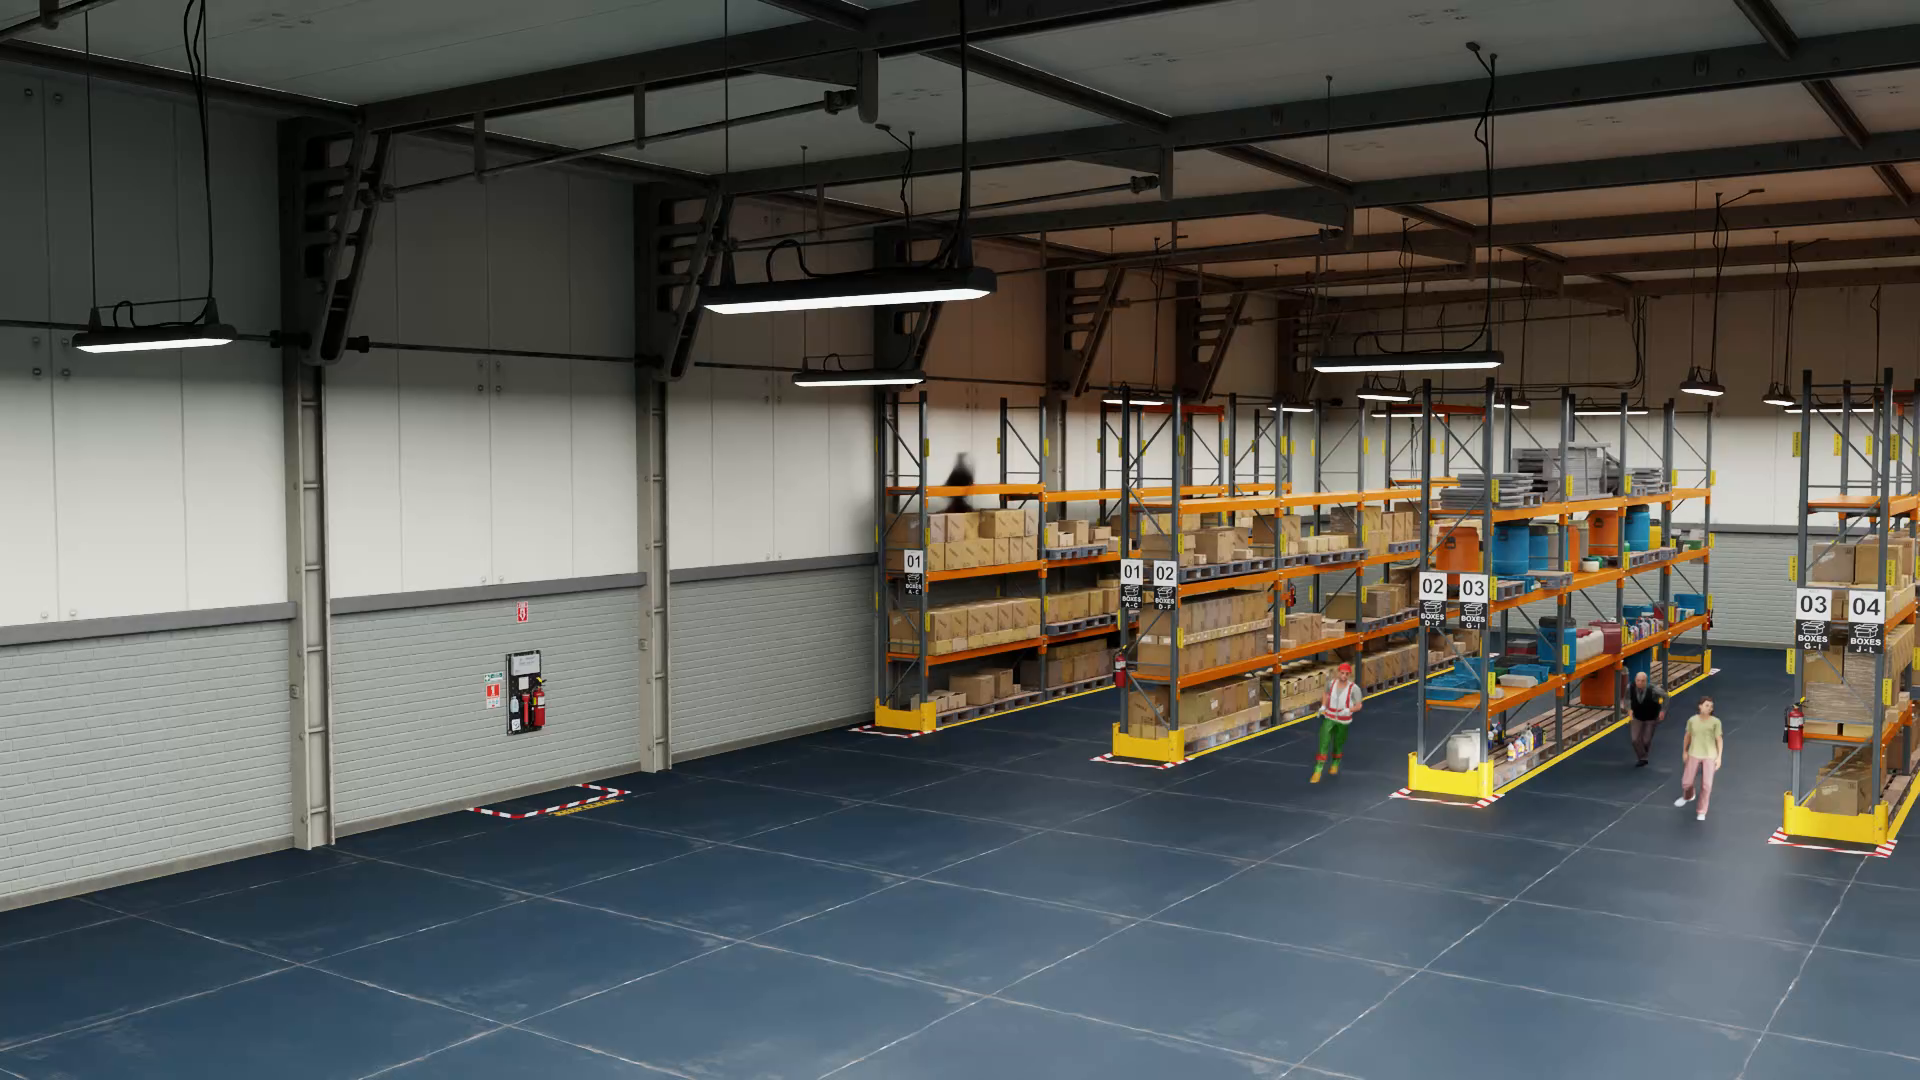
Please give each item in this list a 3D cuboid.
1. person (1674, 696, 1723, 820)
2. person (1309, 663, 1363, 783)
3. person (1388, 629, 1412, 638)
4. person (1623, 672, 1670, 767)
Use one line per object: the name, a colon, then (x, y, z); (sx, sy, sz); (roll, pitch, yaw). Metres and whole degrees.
person: (9.976, 2.917, 22.462); (0.618, 1.656, 0.579); (2, 4, 32)
person: (5.660, 2.700, 24.882); (0.713, 1.747, 0.974); (1, 3, 21)
person: (11.105, 1.833, 41.575); (0.966, 1.675, 0.646); (2, 4, 34)
person: (10.742, 2.801, 26.031); (0.681, 1.531, 0.883); (2, 4, 29)
